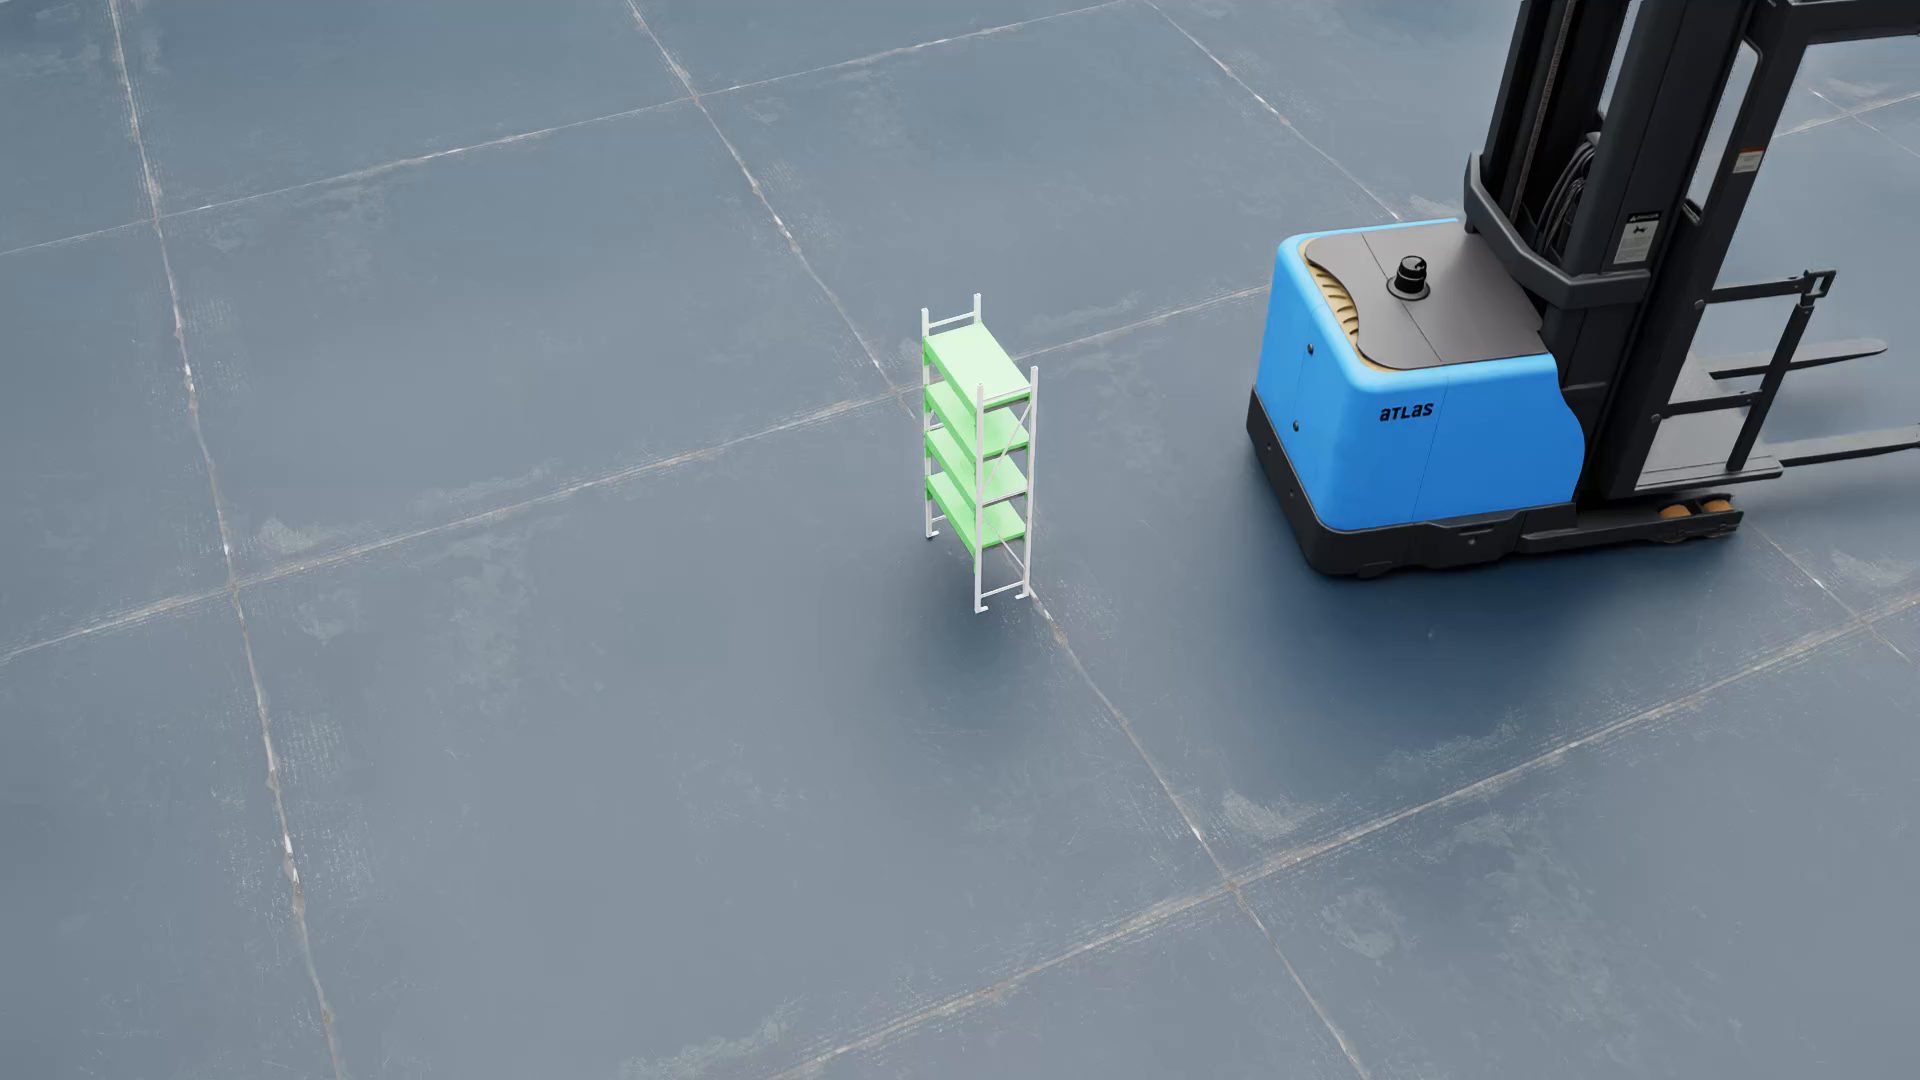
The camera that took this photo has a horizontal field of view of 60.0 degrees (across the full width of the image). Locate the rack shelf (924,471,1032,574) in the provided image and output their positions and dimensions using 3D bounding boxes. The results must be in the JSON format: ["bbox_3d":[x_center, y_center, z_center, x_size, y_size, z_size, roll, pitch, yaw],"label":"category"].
[{"bbox_3d":[0.070,-0.105,6.804,0.258,0.148,0.480,-18,47,-17],"label":"rack shelf"}]

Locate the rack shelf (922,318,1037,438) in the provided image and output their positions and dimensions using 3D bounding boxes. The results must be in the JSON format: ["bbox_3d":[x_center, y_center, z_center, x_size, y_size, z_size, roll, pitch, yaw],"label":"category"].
[{"bbox_3d":[0.070,-0.618,6.298,0.258,0.148,0.480,-18,47,-17],"label":"rack shelf"}]

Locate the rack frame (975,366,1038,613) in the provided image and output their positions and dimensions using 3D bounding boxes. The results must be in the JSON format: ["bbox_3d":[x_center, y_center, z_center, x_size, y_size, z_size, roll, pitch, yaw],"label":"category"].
[{"bbox_3d":[0.172,-0.166,6.433,0.240,1.200,0.015,-18,47,-17],"label":"rack frame"}]

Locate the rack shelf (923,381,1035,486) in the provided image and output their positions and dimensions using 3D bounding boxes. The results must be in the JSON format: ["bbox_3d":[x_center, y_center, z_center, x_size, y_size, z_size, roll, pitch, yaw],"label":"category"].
[{"bbox_3d":[0.070,-0.447,6.467,0.258,0.148,0.480,-18,47,-17],"label":"rack shelf"}]

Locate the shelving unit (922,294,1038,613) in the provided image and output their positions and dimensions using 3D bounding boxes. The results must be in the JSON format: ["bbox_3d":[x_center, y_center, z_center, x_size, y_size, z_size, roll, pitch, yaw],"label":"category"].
[{"bbox_3d":[0.070,-0.322,6.591,0.258,1.200,0.503,-18,47,-17],"label":"shelving unit"}]

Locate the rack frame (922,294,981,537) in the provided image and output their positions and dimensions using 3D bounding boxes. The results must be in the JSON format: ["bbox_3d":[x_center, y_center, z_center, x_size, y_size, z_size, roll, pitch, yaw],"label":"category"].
[{"bbox_3d":[-0.033,-0.477,6.748,0.240,1.200,0.015,-18,47,-17],"label":"rack frame"}]

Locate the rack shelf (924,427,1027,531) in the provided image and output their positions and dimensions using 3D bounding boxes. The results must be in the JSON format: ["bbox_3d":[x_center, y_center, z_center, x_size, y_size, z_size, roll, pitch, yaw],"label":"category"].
[{"bbox_3d":[0.070,-0.276,6.635,0.258,0.148,0.480,-18,47,-17],"label":"rack shelf"}]

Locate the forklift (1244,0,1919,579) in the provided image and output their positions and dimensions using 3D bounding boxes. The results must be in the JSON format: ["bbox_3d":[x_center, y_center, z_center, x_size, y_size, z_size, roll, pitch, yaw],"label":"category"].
[{"bbox_3d":[2.855,-1.389,6.440,3.031,2.935,1.130,-7,45,-7],"label":"forklift"}]
